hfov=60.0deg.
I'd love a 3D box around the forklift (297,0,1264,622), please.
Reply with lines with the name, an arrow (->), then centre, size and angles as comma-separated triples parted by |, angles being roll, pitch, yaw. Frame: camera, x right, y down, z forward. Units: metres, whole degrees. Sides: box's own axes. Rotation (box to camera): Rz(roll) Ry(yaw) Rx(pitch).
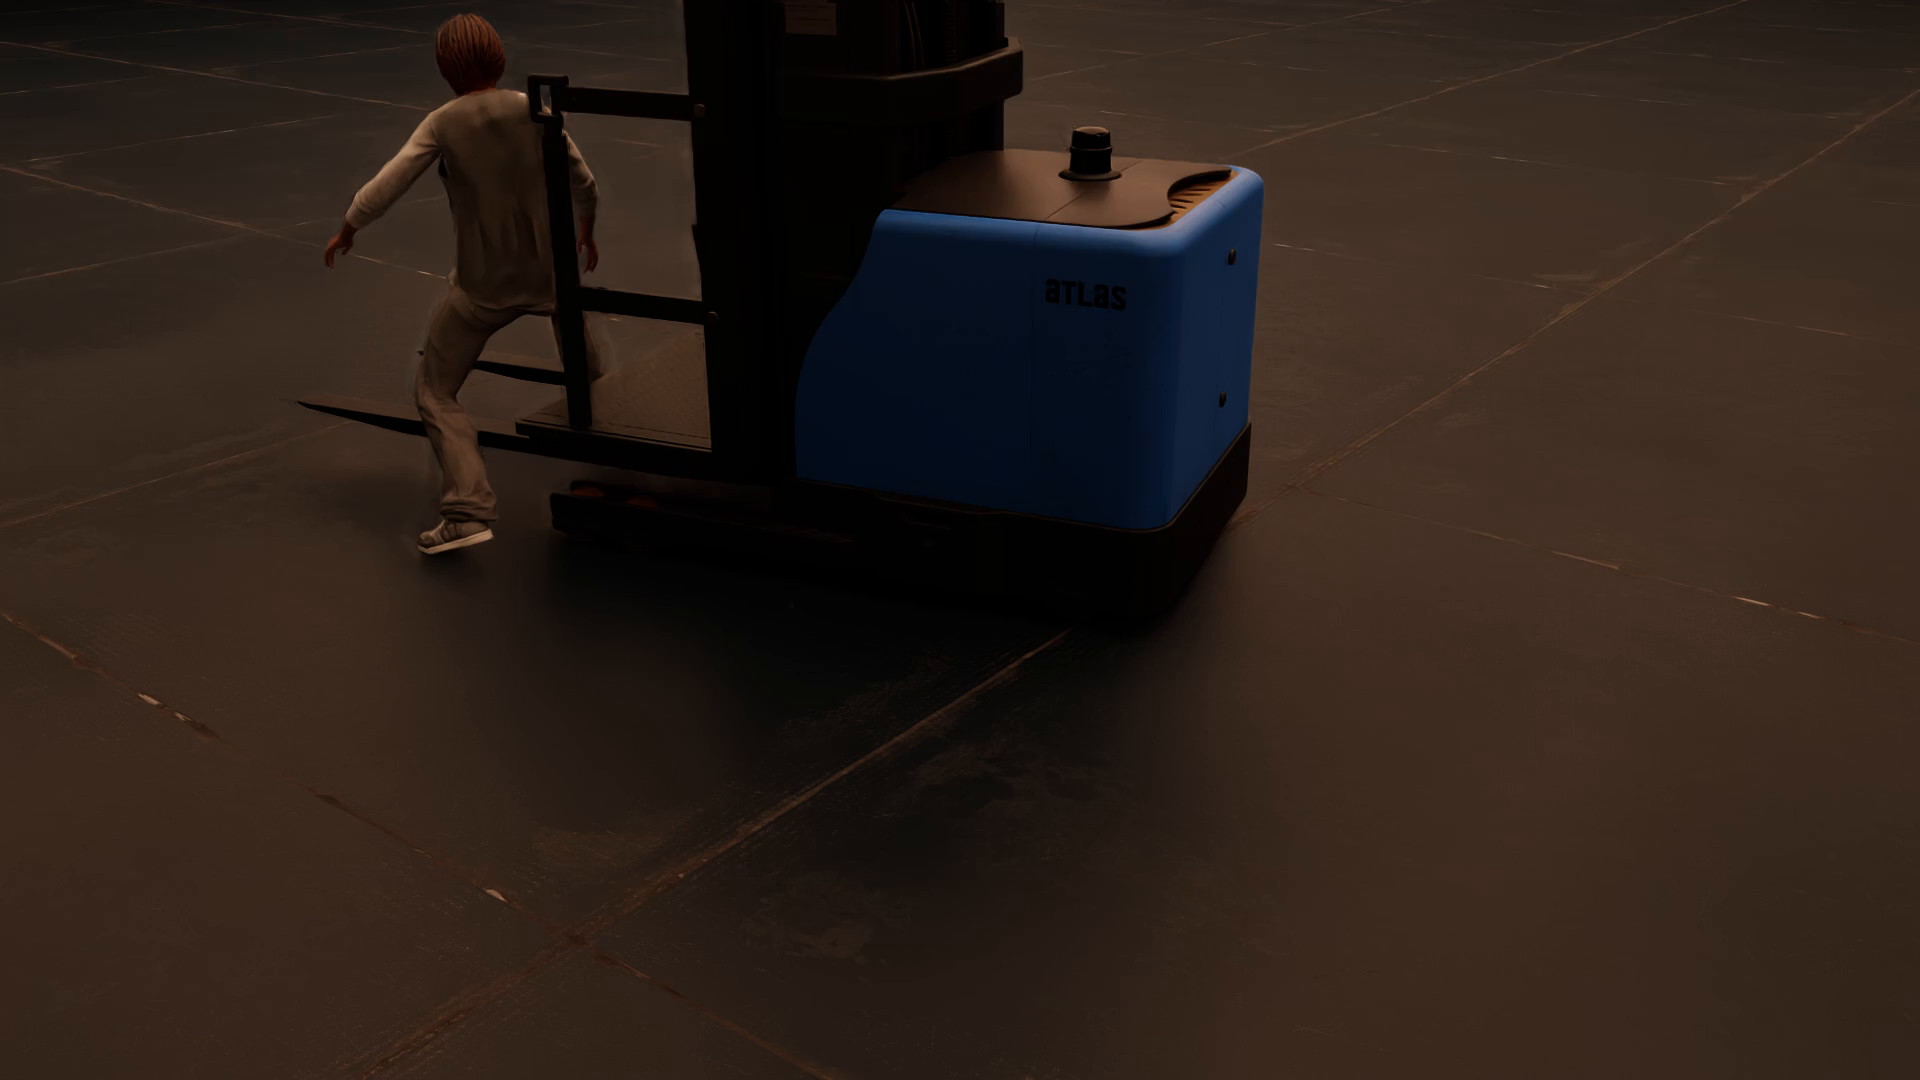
forklift -> -0.677, -1.491, 4.768 | 3.031, 2.935, 1.130 | 9, 25, 21

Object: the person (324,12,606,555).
person -> -1.403, -0.784, 4.959 | 0.856, 1.490, 0.741 | -13, 27, -28
